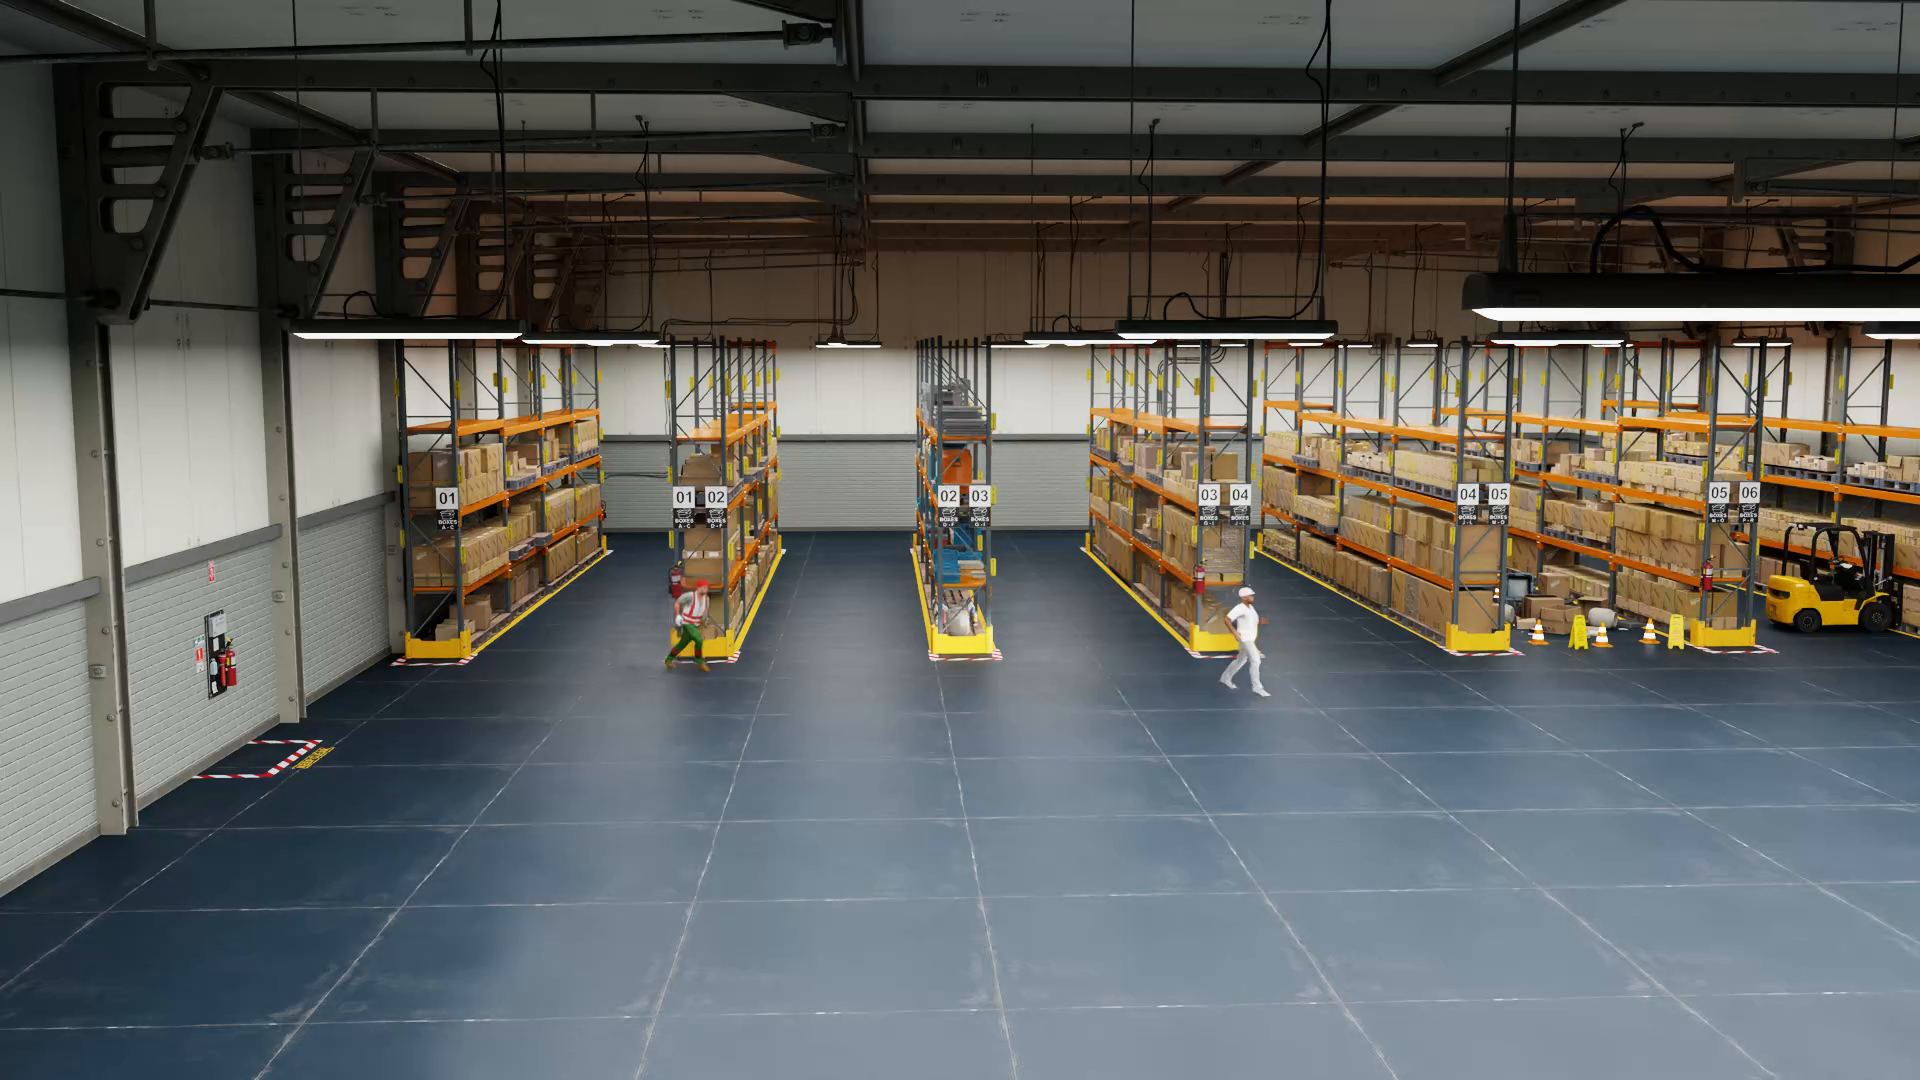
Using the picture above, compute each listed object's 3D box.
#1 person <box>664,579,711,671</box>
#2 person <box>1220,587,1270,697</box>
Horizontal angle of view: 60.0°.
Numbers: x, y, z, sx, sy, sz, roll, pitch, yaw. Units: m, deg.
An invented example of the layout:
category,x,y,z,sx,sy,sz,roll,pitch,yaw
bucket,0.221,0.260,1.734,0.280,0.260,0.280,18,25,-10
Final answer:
category,x,y,z,sx,sy,sz,roll,pitch,yaw
person,-4.884,1.499,29.841,0.958,1.652,0.685,4,8,33
person,4.767,1.684,27.730,0.893,1.798,0.684,3,7,22
